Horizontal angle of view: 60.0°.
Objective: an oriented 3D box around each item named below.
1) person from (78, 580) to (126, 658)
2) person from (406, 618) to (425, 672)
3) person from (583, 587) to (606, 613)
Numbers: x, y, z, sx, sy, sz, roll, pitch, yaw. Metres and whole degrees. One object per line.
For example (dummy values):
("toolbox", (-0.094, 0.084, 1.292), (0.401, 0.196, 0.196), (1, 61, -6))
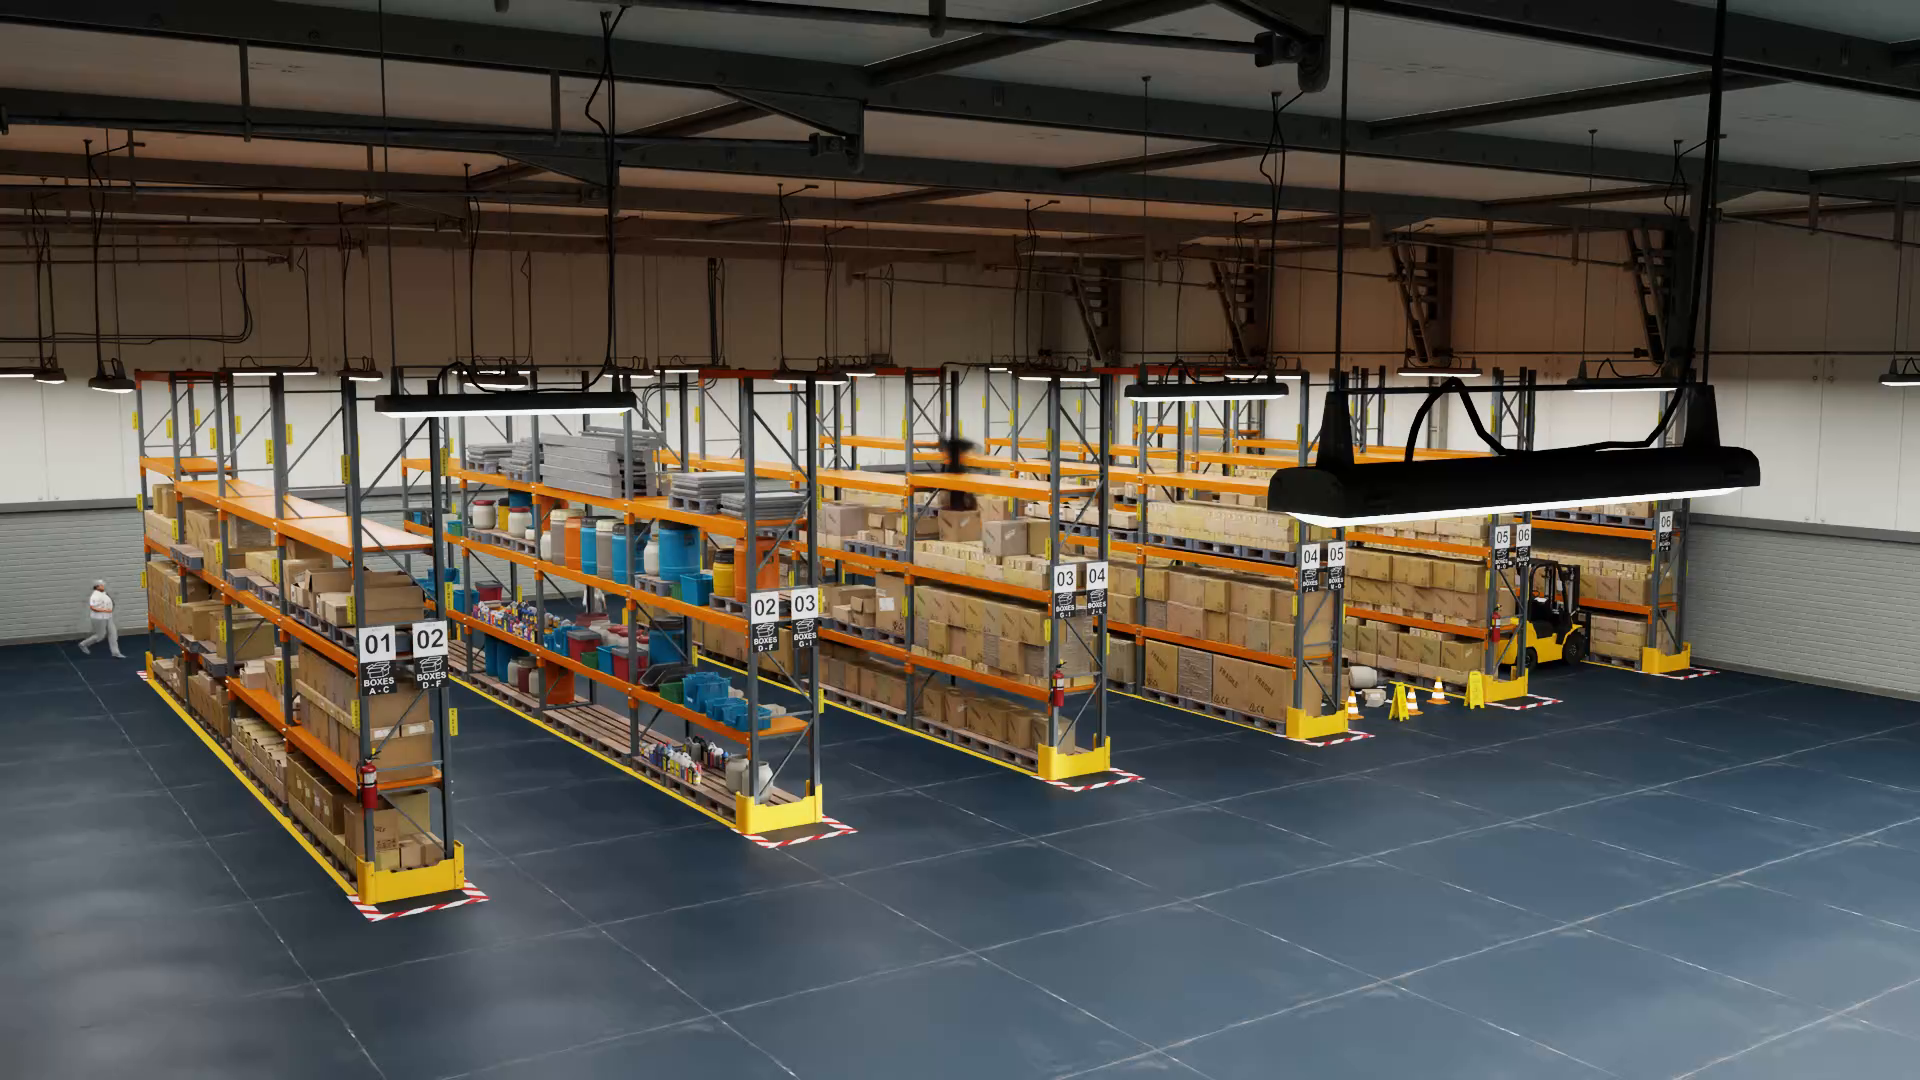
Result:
("person", (-17.771, 1.643, 34.373), (0.895, 1.670, 0.629), (0, 6, -3))
("person", (-9.747, 2.178, 29.794), (0.676, 1.613, 0.611), (5, 8, 40))
("person", (-7.724, 1.594, 35.062), (0.544, 1.594, 0.886), (-4, 8, -33))
